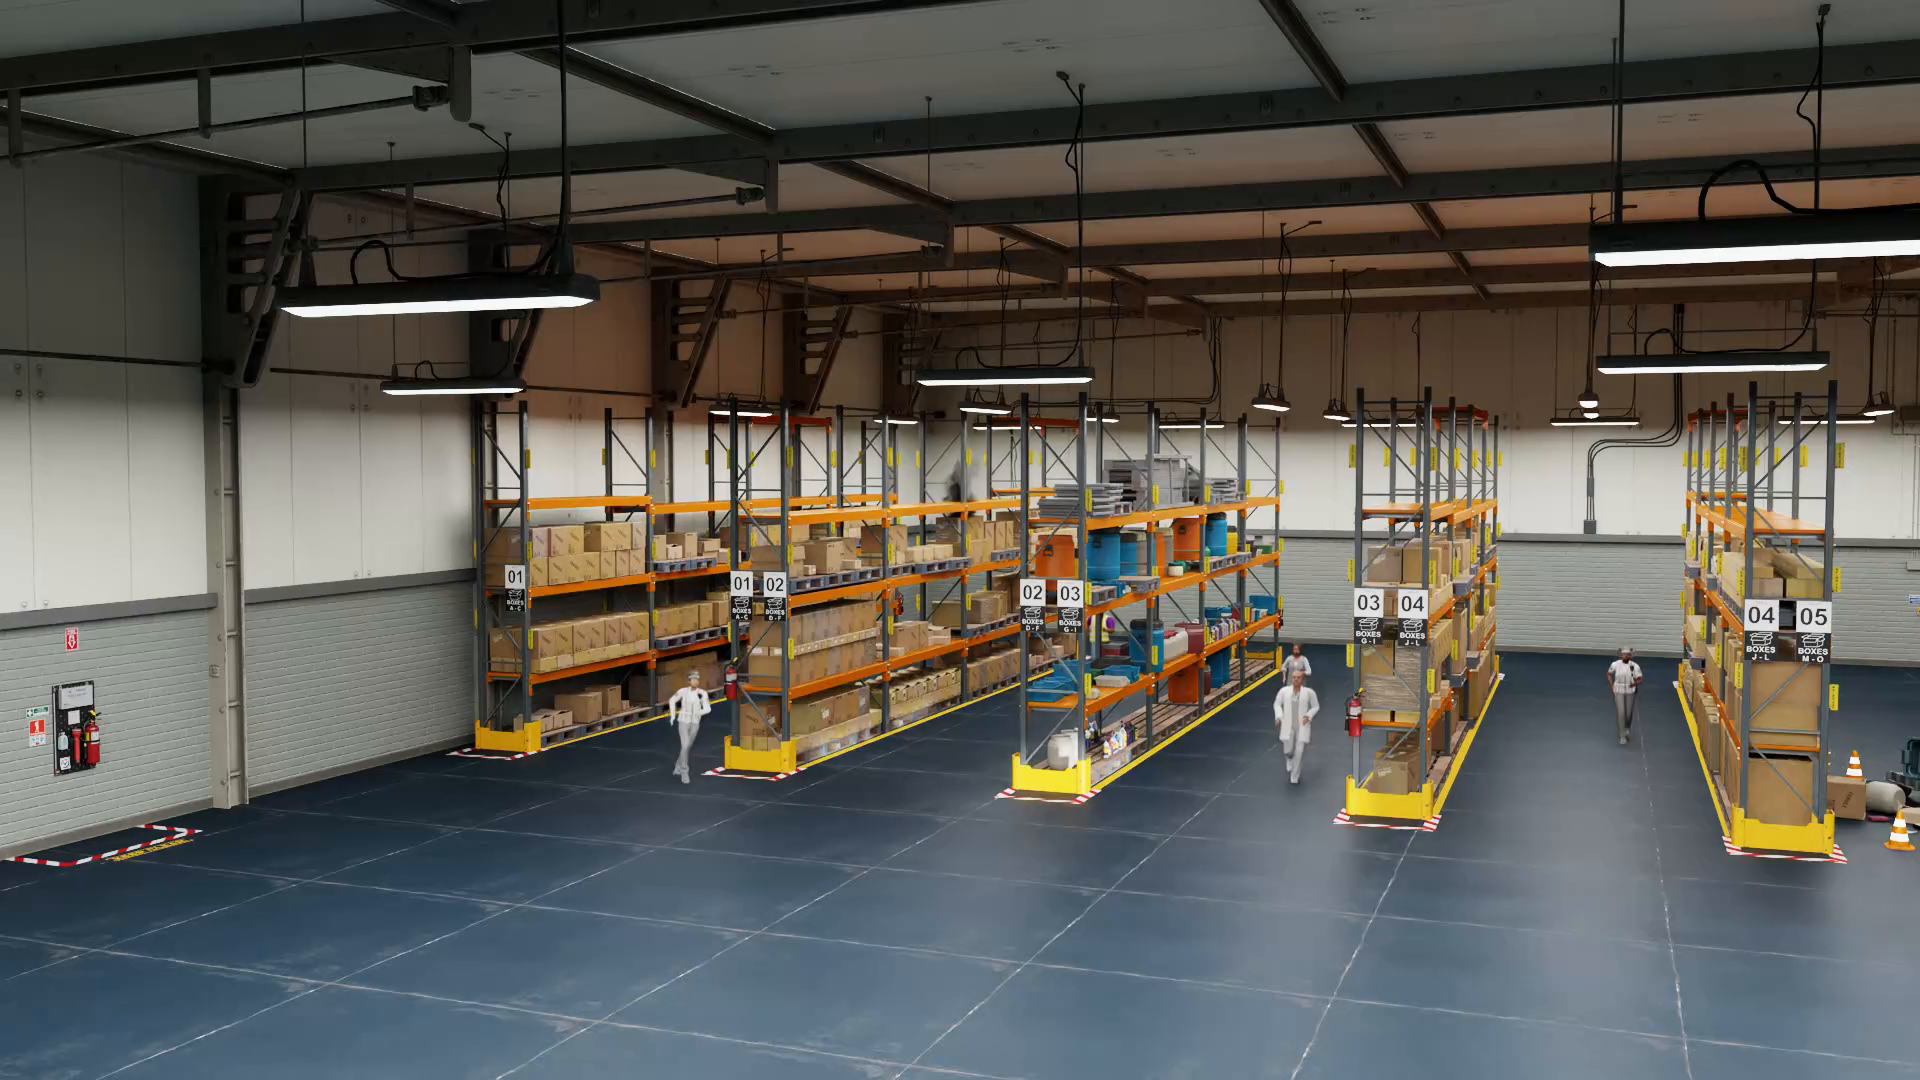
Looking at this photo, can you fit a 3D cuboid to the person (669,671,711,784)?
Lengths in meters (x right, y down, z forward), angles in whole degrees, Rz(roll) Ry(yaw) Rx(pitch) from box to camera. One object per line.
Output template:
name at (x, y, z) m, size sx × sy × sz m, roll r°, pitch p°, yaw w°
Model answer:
person at (-4.198, 2.889, 26.001) m, size 0.606 × 1.691 × 0.816 m, roll -1°, pitch 3°, yaw -22°

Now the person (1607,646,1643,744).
person at (11.765, 2.716, 29.414) m, size 0.591 × 1.699 × 0.792 m, roll 1°, pitch 3°, yaw 18°

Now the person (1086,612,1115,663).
person at (3.116, 2.289, 37.158) m, size 0.687 × 1.791 × 0.918 m, roll 0°, pitch 3°, yaw 10°

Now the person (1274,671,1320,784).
person at (5.208, 2.884, 25.758) m, size 0.707 × 1.727 × 0.640 m, roll 1°, pitch 3°, yaw 16°

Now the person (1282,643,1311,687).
person at (6.187, 2.694, 30.595) m, size 0.534 × 1.586 × 0.889 m, roll 1°, pitch 3°, yaw 12°
